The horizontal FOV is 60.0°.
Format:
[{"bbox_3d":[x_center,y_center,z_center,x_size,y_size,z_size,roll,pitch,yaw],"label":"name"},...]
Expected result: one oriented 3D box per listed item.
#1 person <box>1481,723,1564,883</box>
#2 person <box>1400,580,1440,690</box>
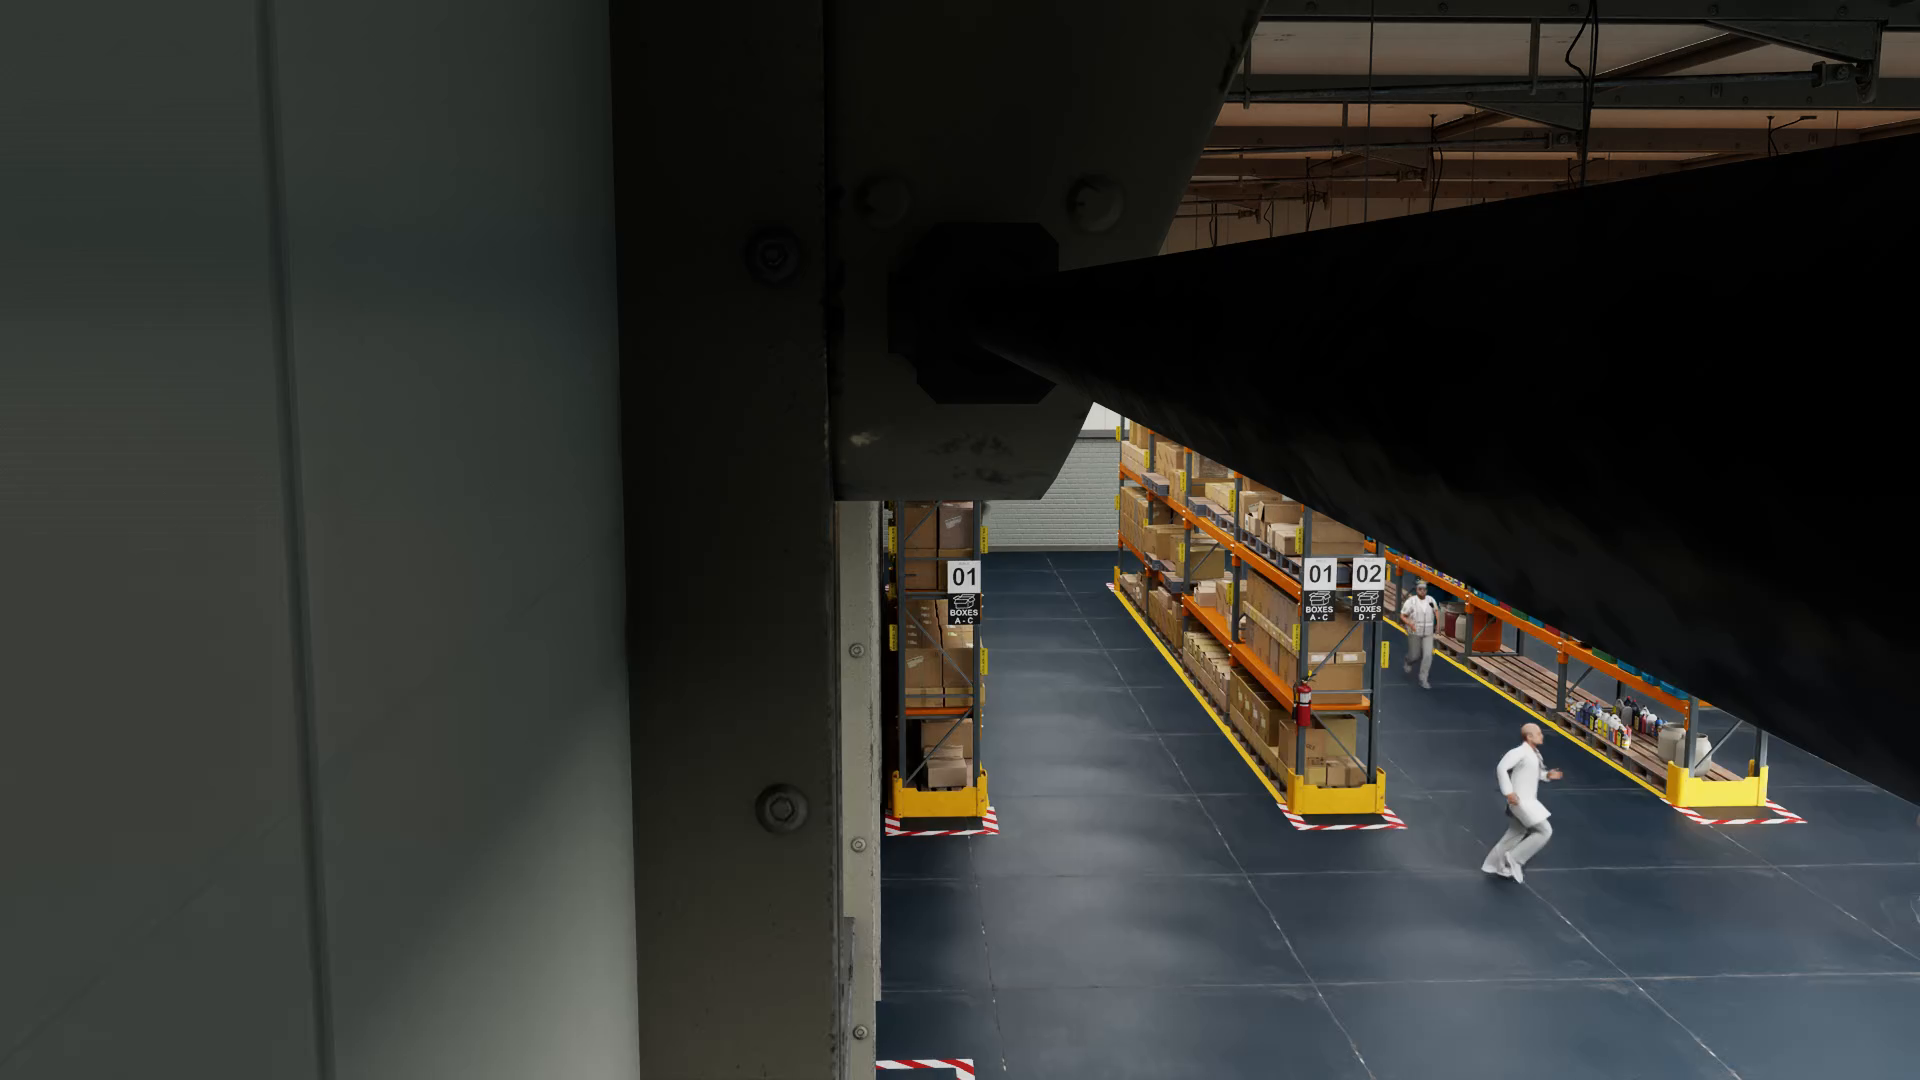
[{"bbox_3d":[6.137,2.868,18.126,0.798,1.751,0.691,4,9,23],"label":"person"},{"bbox_3d":[7.627,1.526,27.505,0.677,1.758,0.895,0,8,-1],"label":"person"}]
